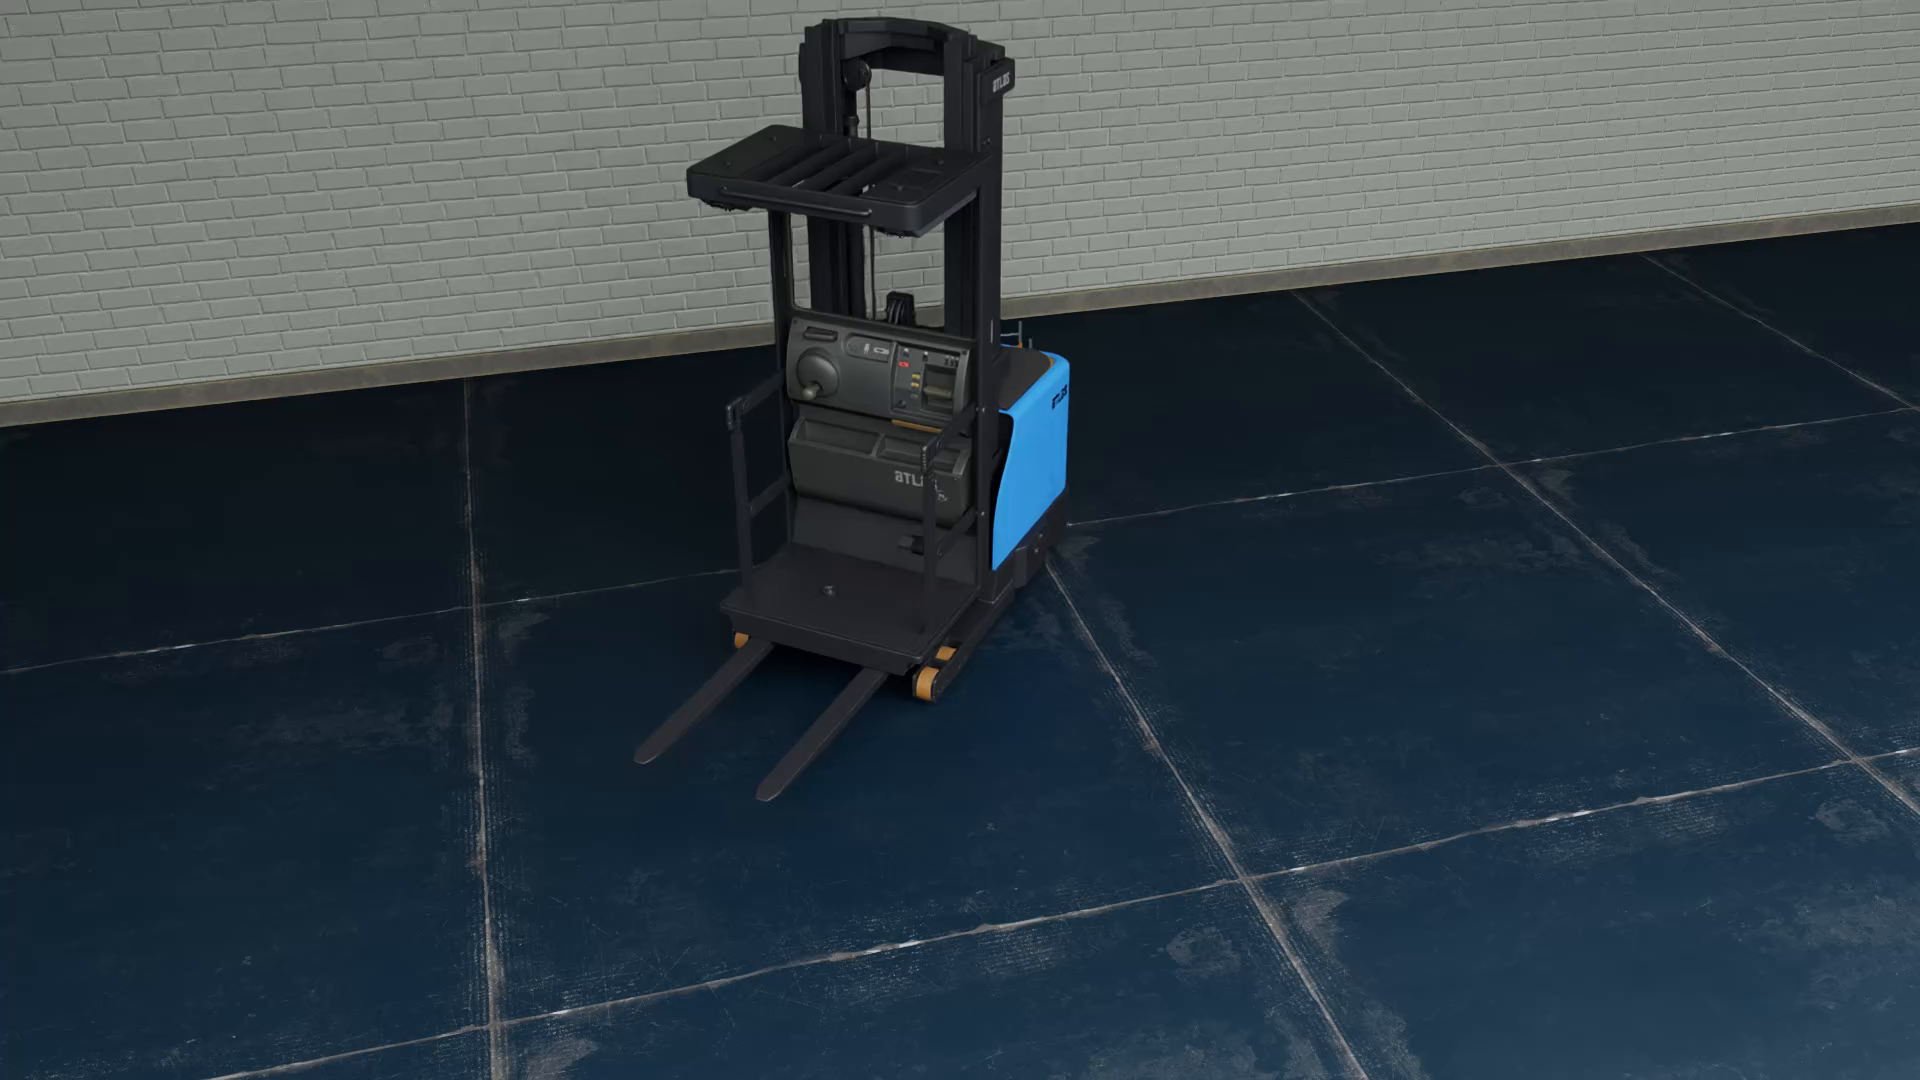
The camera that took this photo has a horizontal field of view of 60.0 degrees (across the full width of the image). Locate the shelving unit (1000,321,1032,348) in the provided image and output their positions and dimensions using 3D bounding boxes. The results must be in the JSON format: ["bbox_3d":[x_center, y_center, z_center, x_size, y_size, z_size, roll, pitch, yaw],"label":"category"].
[{"bbox_3d":[0.269,-0.693,9.399,0.215,1.050,0.252,-6,31,-10],"label":"shelving unit"}]

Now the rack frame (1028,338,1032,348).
[{"bbox_3d":[0.293,-0.633,9.296,0.200,1.050,0.008,-6,31,-10],"label":"rack frame"}]

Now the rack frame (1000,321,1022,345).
[{"bbox_3d":[0.245,-0.753,9.503,0.200,1.050,0.008,-6,31,-10],"label":"rack frame"}]

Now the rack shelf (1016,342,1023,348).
[{"bbox_3d":[0.269,-0.929,9.262,0.215,0.259,0.240,-6,31,-10],"label":"rack shelf"}]

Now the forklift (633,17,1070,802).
[{"bbox_3d":[-0.477,-0.746,7.613,1.130,2.935,3.031,13,32,21],"label":"forklift"}]
